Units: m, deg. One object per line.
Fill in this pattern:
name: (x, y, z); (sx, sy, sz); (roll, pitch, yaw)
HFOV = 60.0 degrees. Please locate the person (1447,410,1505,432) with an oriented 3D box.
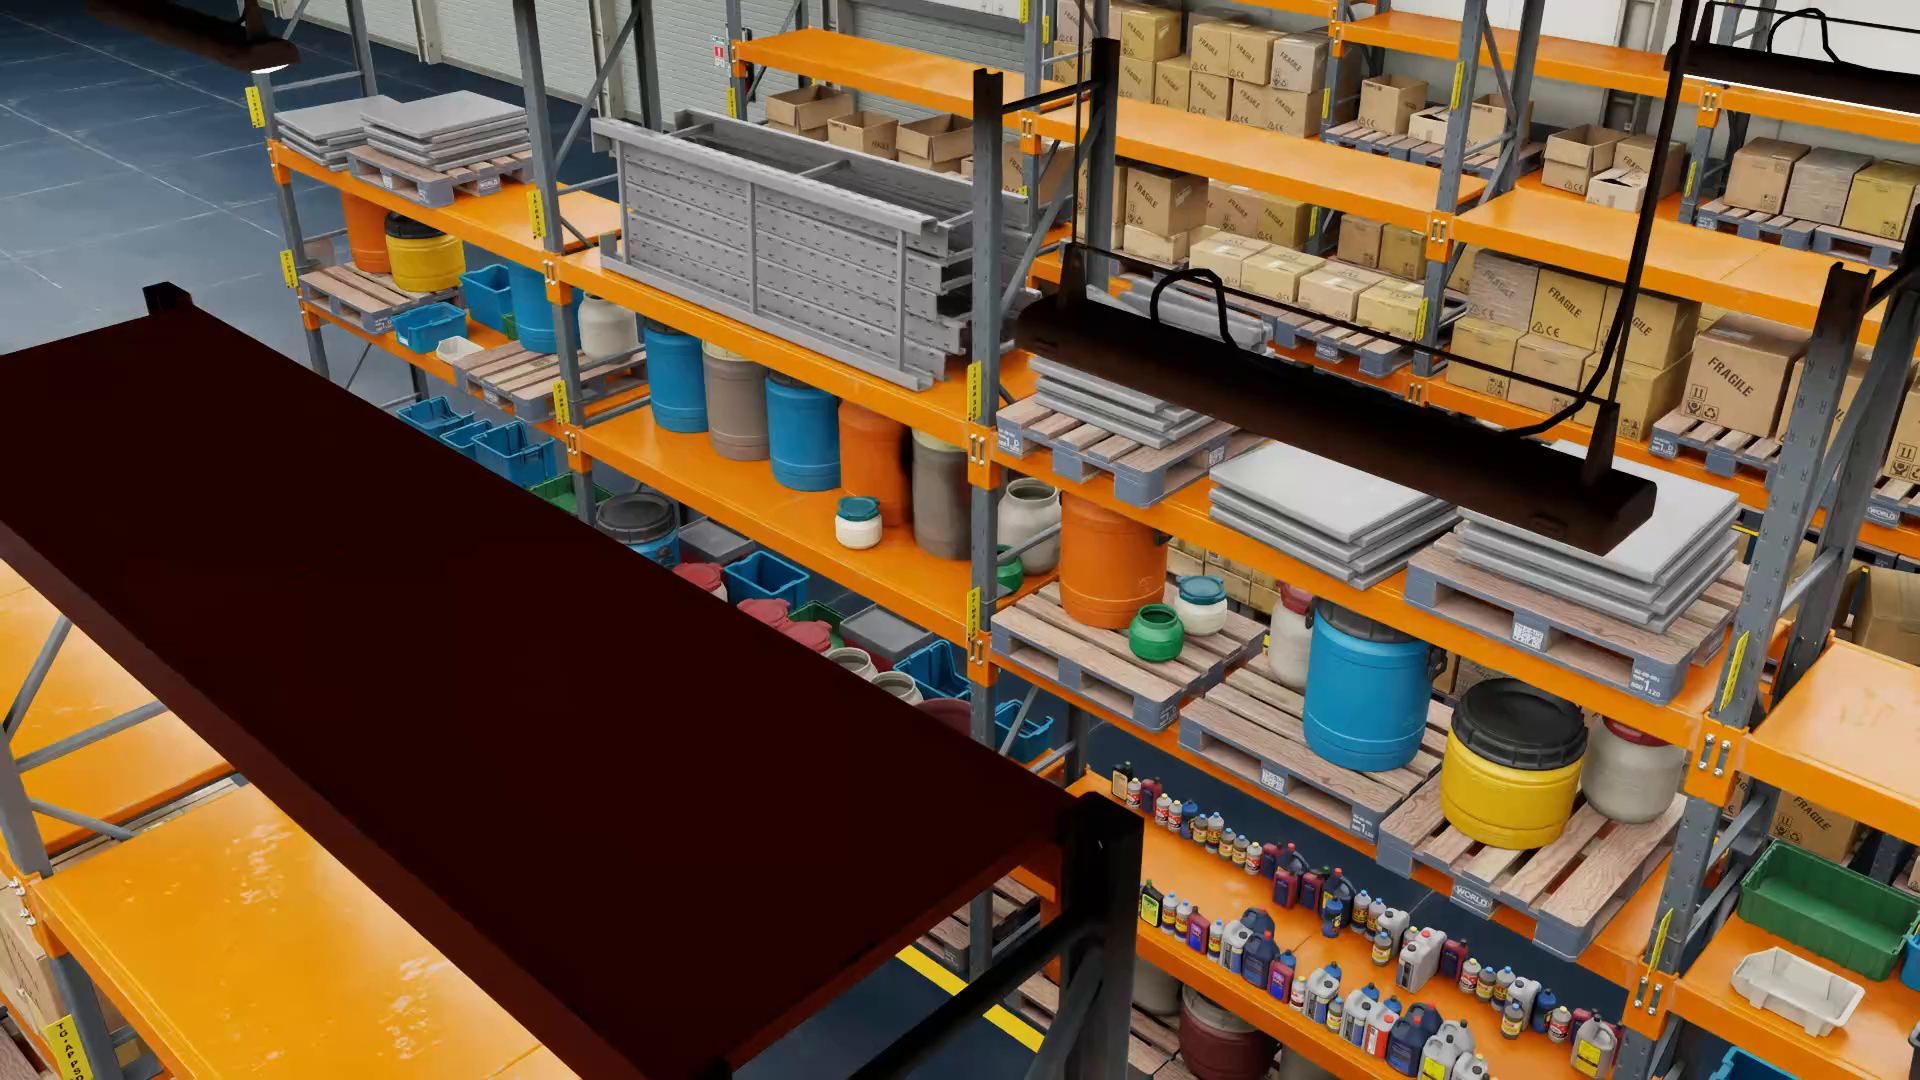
person: (5.198, -1.170, 16.555); (0.644, 1.794, 0.620); (-3, 29, -5)
